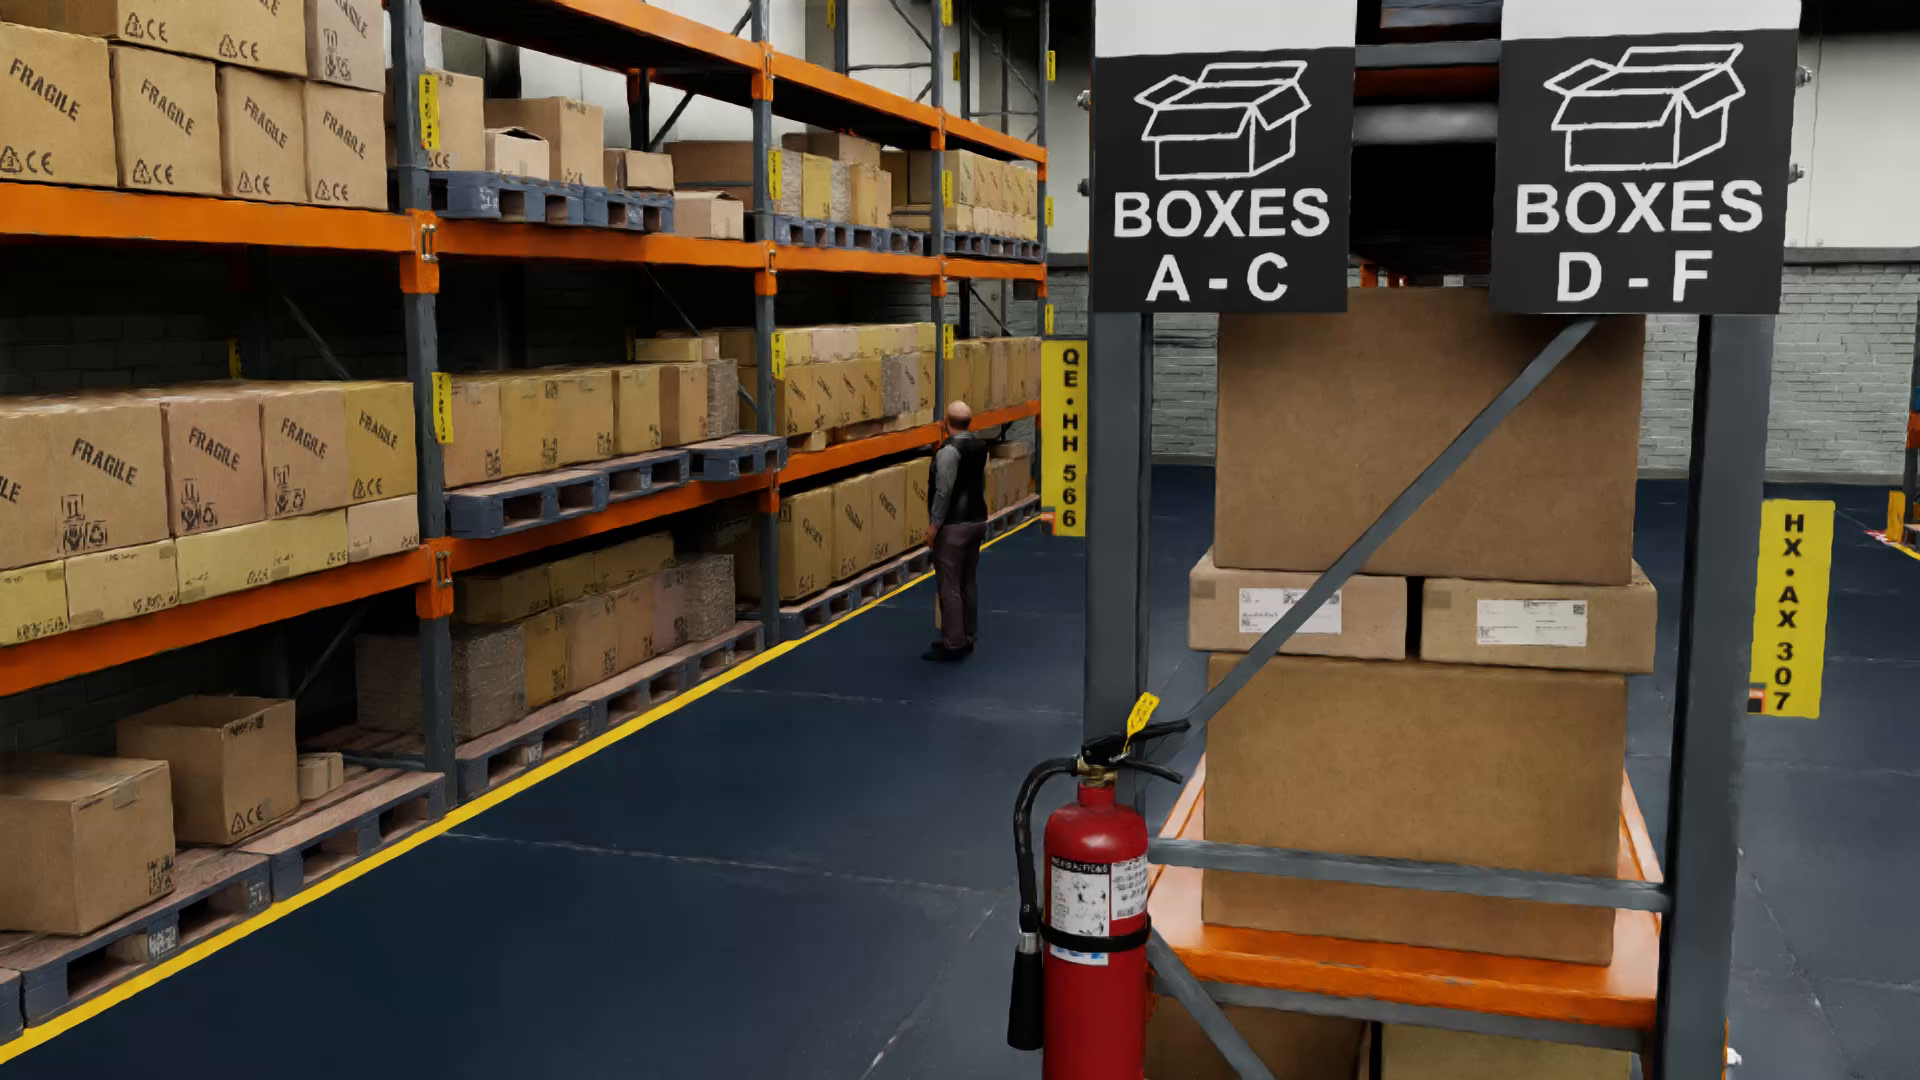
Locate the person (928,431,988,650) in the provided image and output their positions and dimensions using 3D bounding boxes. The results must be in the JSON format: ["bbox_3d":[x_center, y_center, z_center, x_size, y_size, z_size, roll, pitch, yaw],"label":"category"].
[{"bbox_3d":[-0.014,-0.010,11.304,0.357,1.473,0.588,5,10,31],"label":"person"}]
